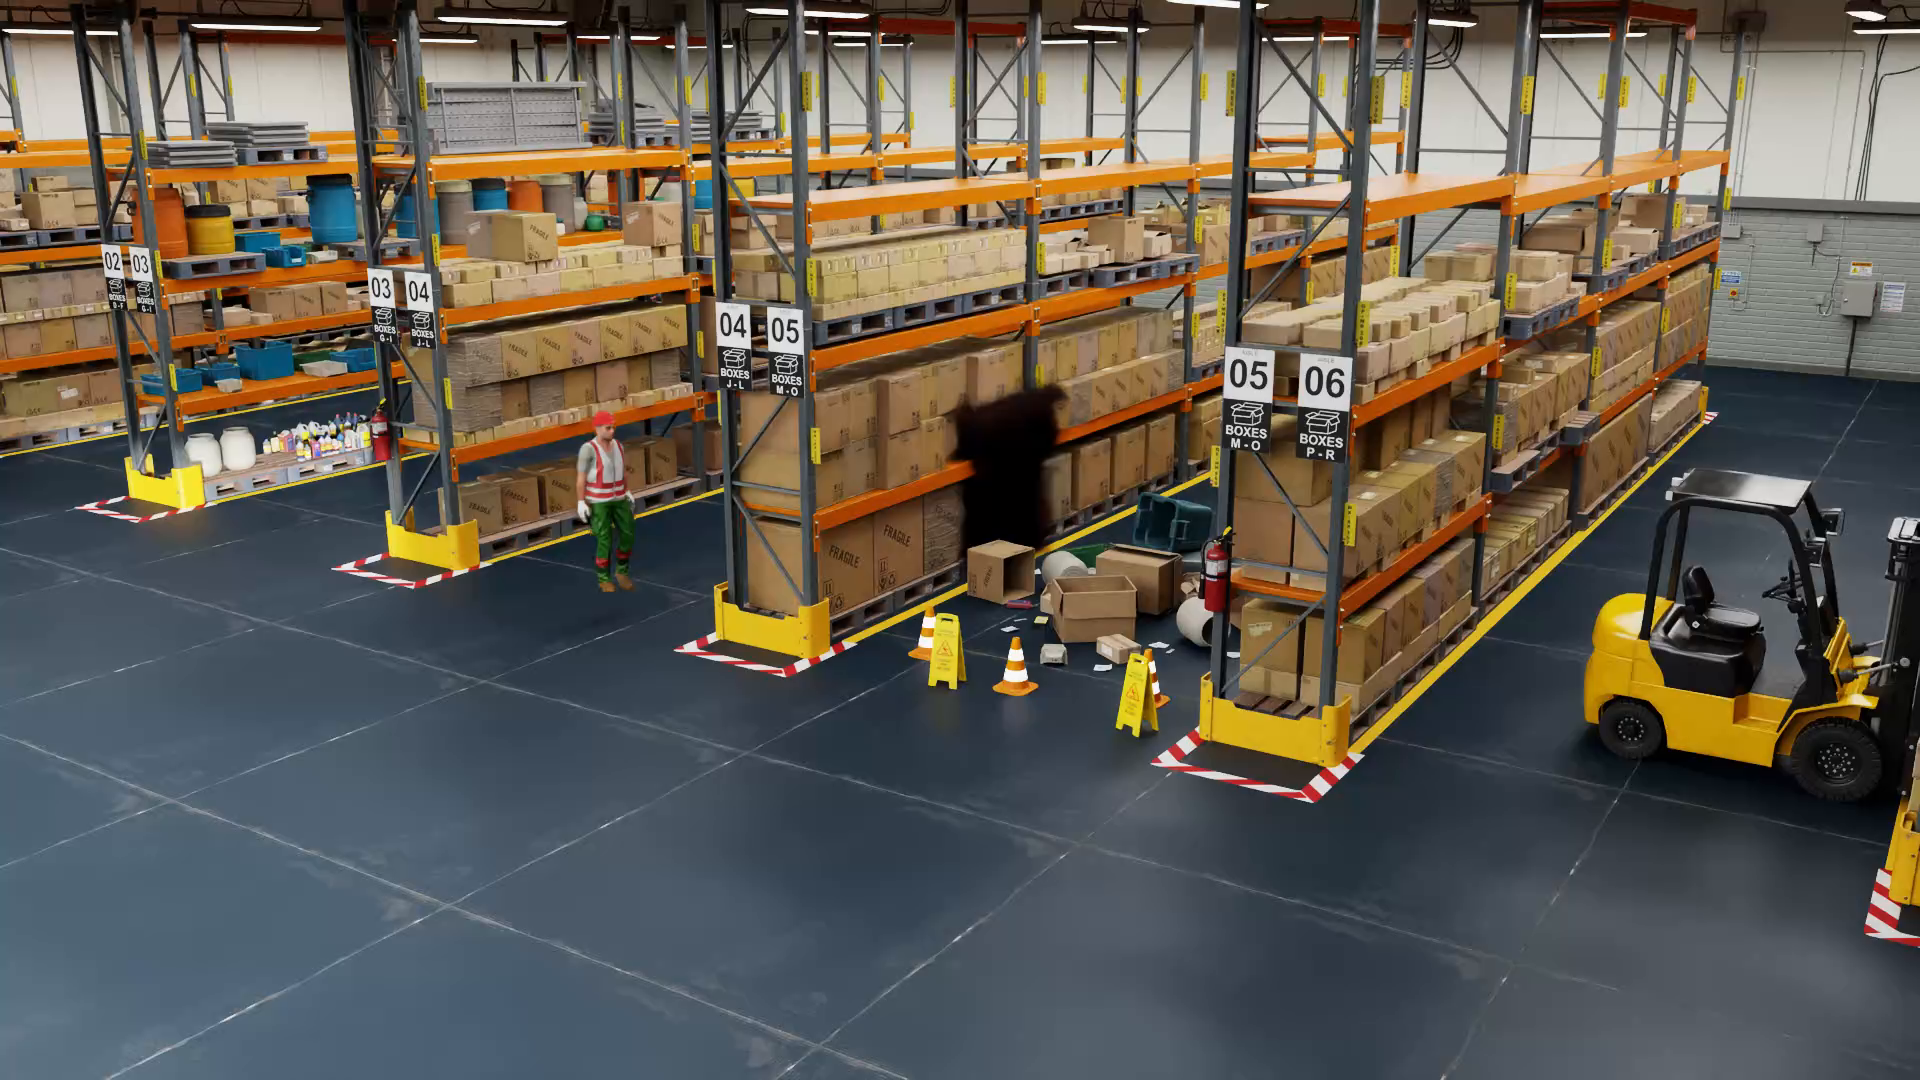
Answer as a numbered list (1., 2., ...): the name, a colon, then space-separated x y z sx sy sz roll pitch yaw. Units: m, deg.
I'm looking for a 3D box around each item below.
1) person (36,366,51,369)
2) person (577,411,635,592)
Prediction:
1. person: -14.921 -3.019 27.139 0.401 1.559 0.772 3 16 11
2. person: -3.450 -0.360 16.218 0.400 1.830 0.648 14 21 42
